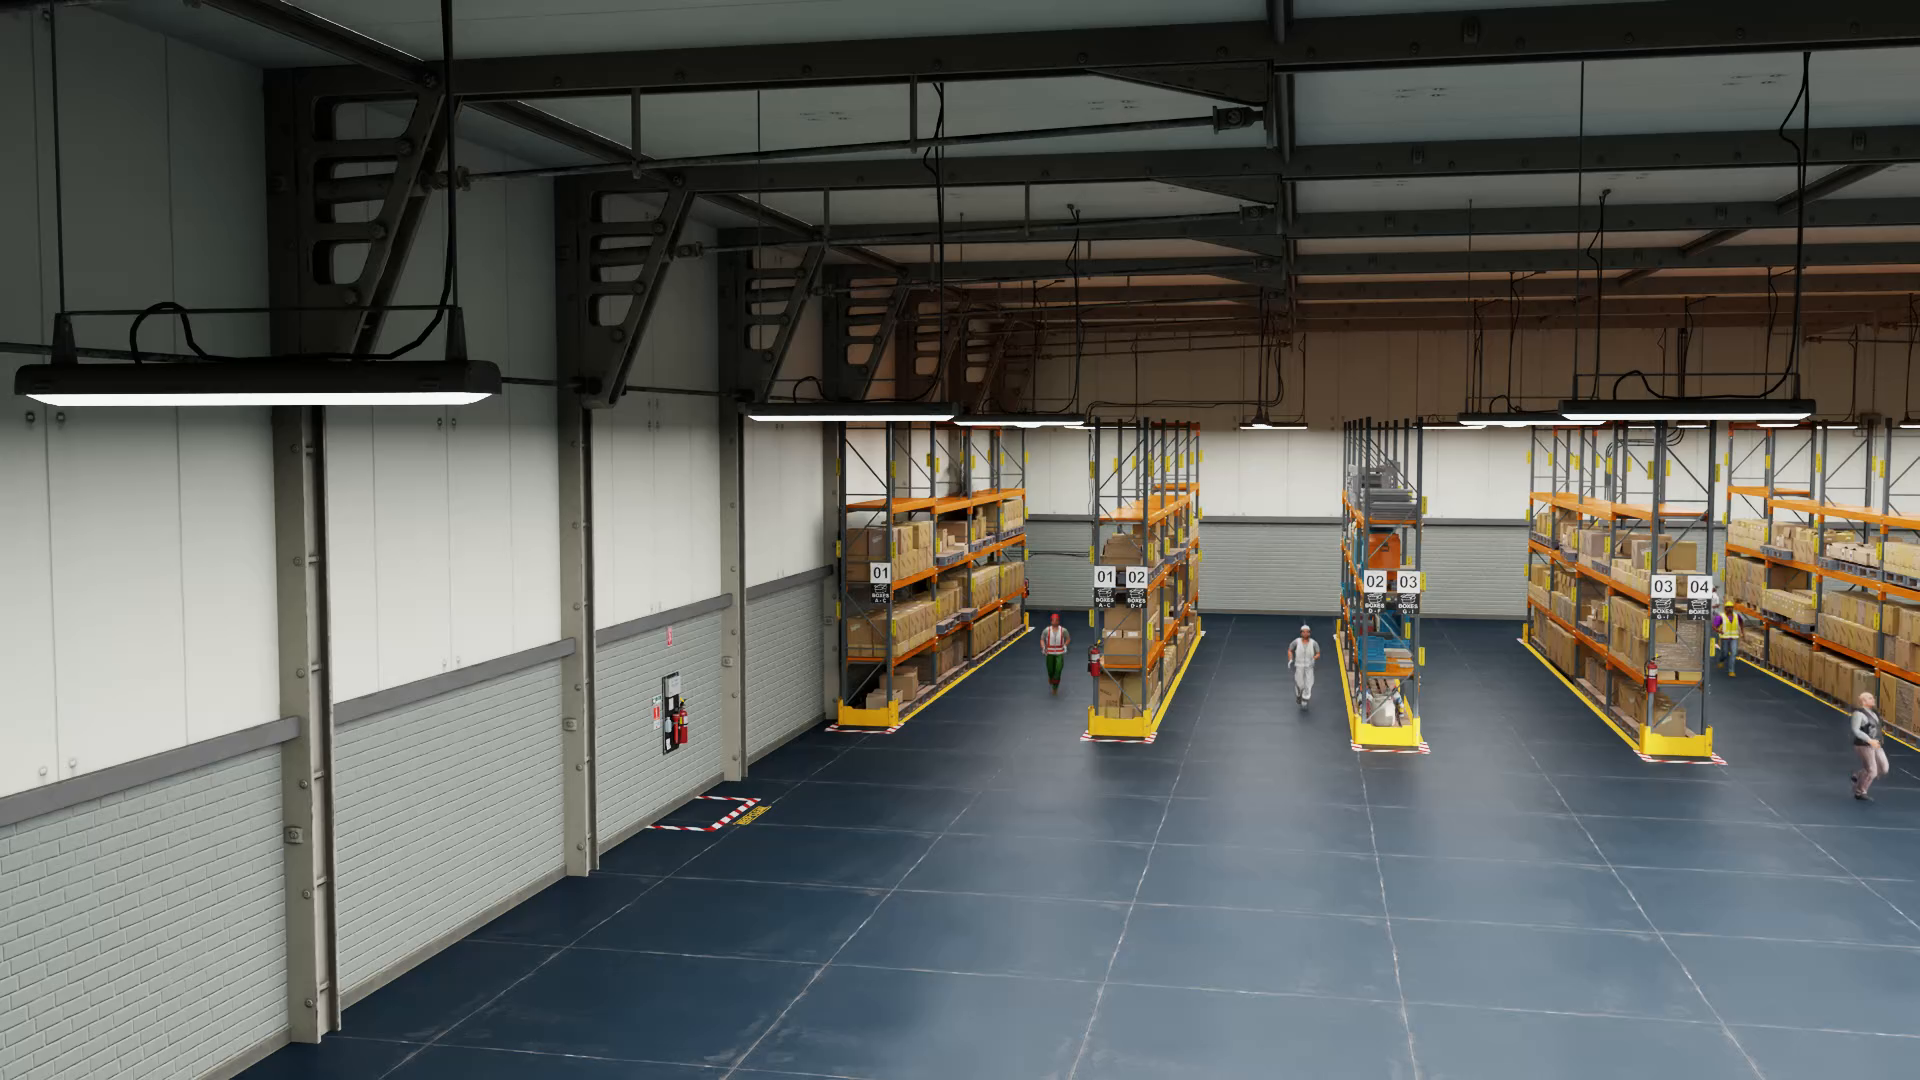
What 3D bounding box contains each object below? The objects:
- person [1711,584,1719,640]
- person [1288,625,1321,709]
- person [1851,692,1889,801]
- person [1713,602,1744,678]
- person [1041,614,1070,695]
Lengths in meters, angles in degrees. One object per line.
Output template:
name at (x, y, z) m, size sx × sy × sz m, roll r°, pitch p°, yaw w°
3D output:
person at (20.361, 1.993, 44.999) m, size 0.808 × 1.679 × 0.611 m, roll 0°, pitch 4°, yaw 0°
person at (7.093, 2.630, 34.234) m, size 0.656 × 1.739 × 0.587 m, roll 0°, pitch 4°, yaw 7°
person at (14.131, 3.208, 25.870) m, size 0.668 × 1.686 × 0.523 m, roll -3°, pitch 5°, yaw -36°
person at (18.085, 2.316, 39.088) m, size 0.713 × 1.741 × 0.966 m, roll 1°, pitch 4°, yaw 11°
person at (2.093, 2.490, 36.447) m, size 0.656 × 1.749 × 0.704 m, roll 0°, pitch 4°, yaw 2°
